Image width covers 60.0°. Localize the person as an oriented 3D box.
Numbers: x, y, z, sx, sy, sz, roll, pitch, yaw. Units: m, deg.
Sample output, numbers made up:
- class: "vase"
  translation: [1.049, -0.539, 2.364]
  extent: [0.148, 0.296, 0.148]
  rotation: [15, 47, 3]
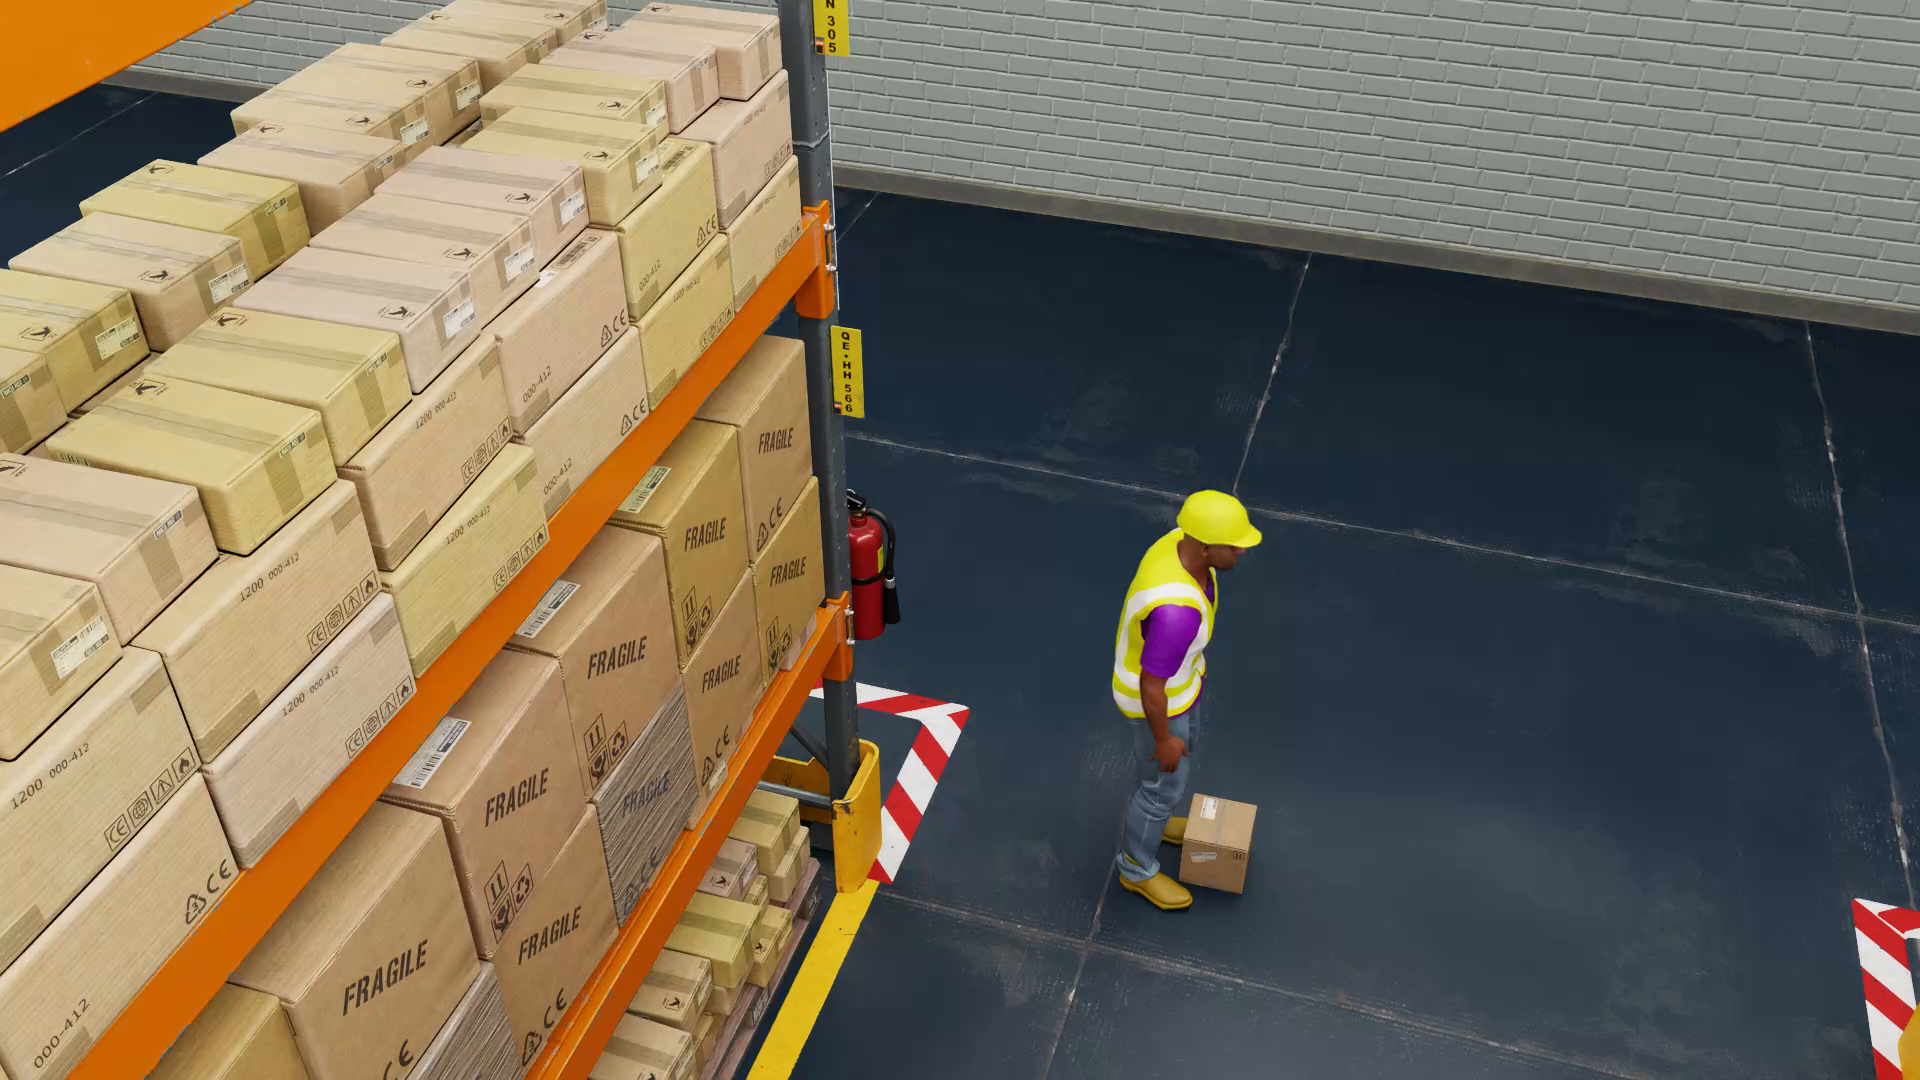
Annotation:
- class: "person"
  translation: [0.798, 0.555, 6.135]
  extent: [0.463, 1.760, 0.635]
  rotation: [10, 38, 13]
